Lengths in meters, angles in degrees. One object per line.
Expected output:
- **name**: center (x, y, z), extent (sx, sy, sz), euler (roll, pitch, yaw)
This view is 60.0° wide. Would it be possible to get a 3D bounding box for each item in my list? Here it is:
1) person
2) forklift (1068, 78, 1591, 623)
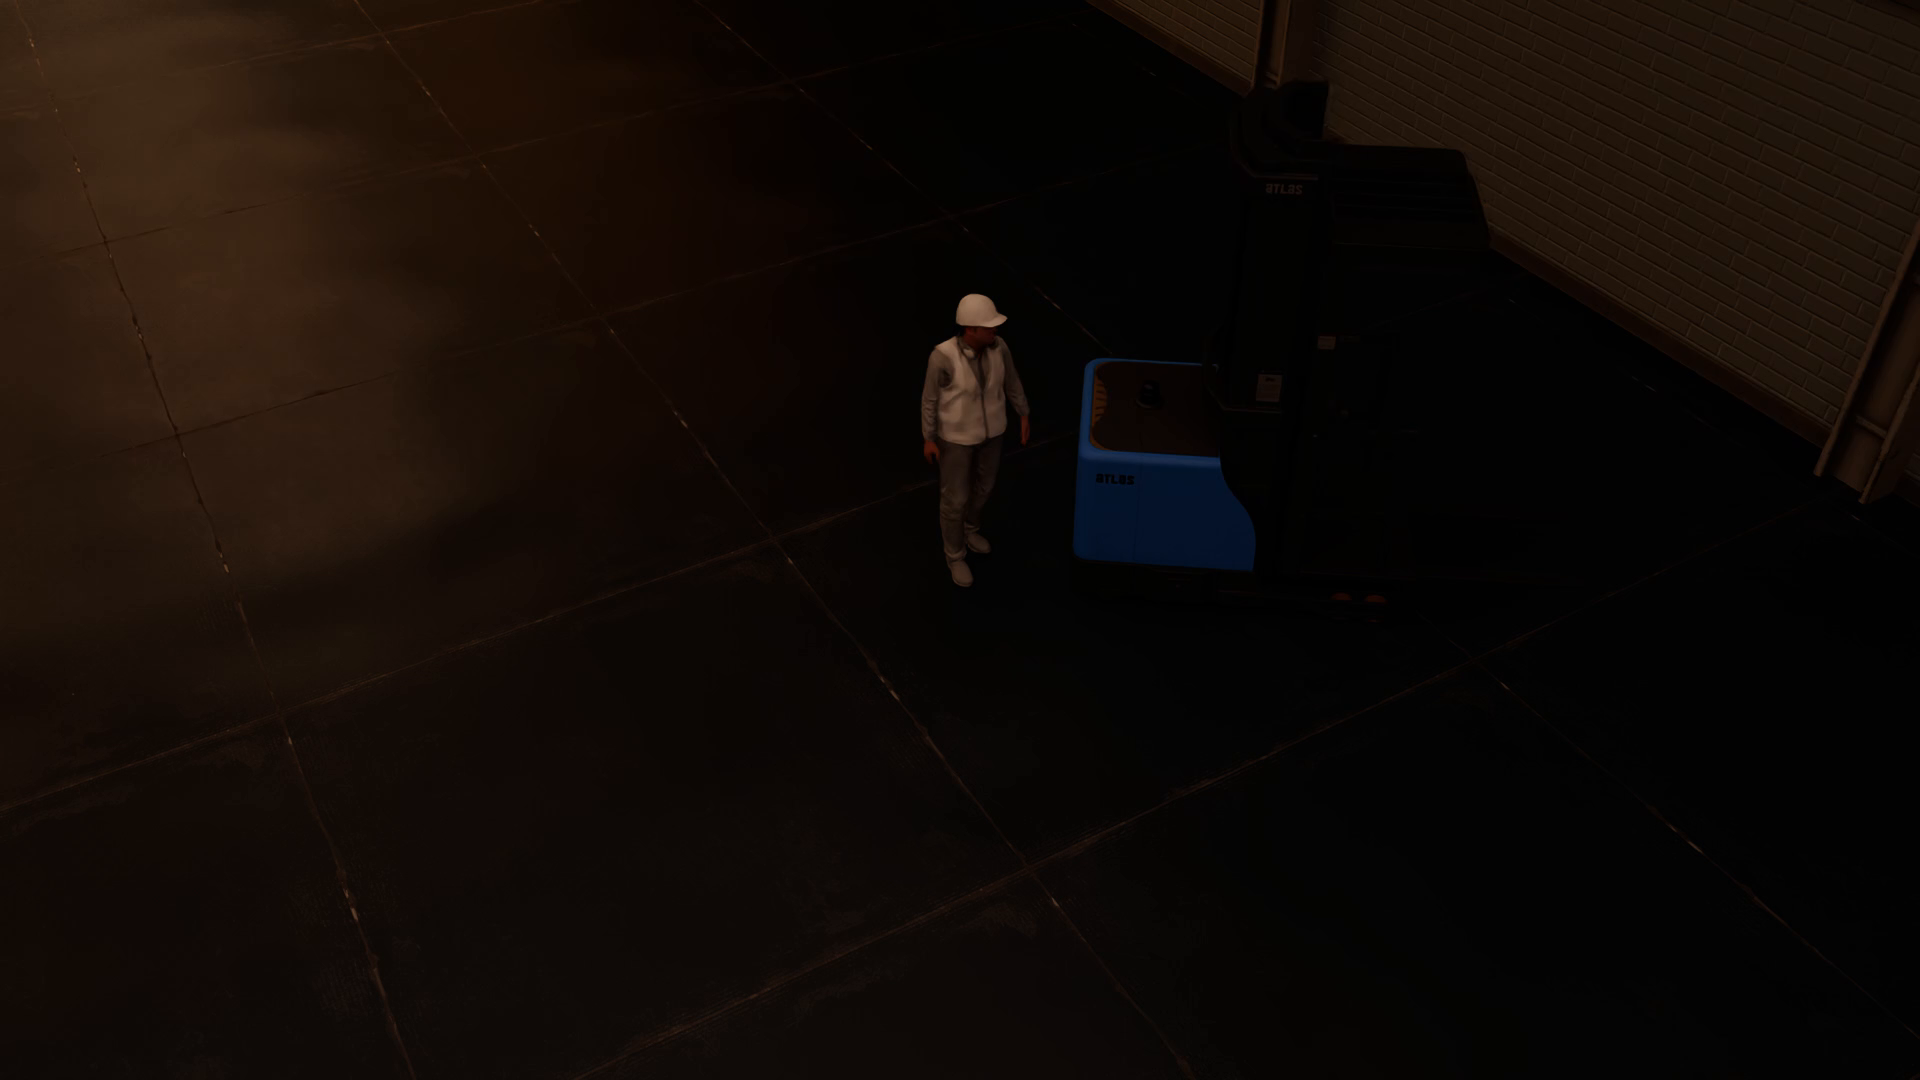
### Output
- **person**: center (0.124, -0.611, 9.695), extent (0.669, 1.767, 0.542), euler (-23, 45, -25)
- **forklift**: center (2.198, -1.002, 9.244), extent (3.031, 2.935, 1.130), euler (4, 40, 5)
